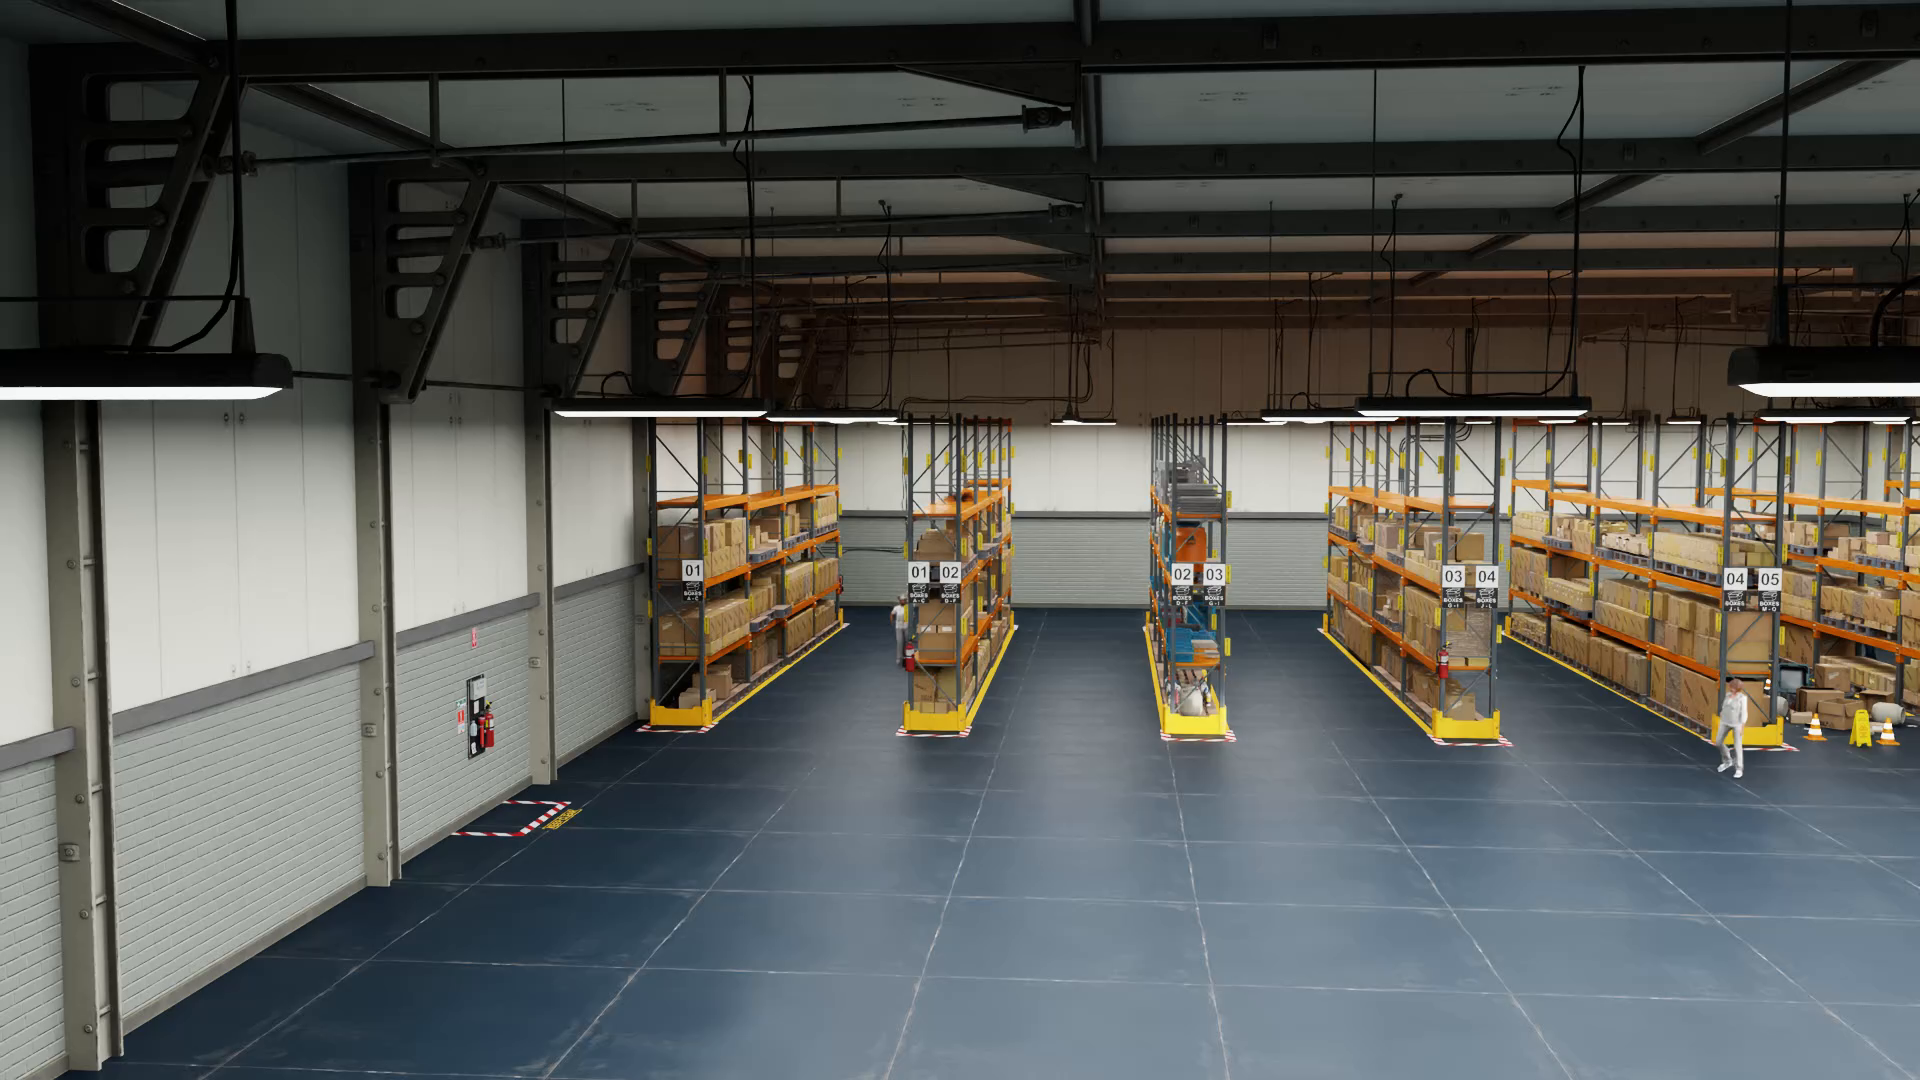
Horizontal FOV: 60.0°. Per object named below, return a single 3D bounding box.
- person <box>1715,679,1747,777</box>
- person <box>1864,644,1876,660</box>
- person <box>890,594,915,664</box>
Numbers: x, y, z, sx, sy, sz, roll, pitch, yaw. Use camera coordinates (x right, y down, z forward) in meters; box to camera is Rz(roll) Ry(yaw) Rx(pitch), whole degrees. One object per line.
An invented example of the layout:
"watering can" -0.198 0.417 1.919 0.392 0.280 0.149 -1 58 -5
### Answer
"person" 12.731 3.071 27.407 0.399 1.601 0.508 -3 5 -36
"person" 22.137 2.204 40.528 0.390 1.600 0.447 2 4 28
"person" -1.407 2.140 40.375 0.630 1.654 1.028 0 4 6
